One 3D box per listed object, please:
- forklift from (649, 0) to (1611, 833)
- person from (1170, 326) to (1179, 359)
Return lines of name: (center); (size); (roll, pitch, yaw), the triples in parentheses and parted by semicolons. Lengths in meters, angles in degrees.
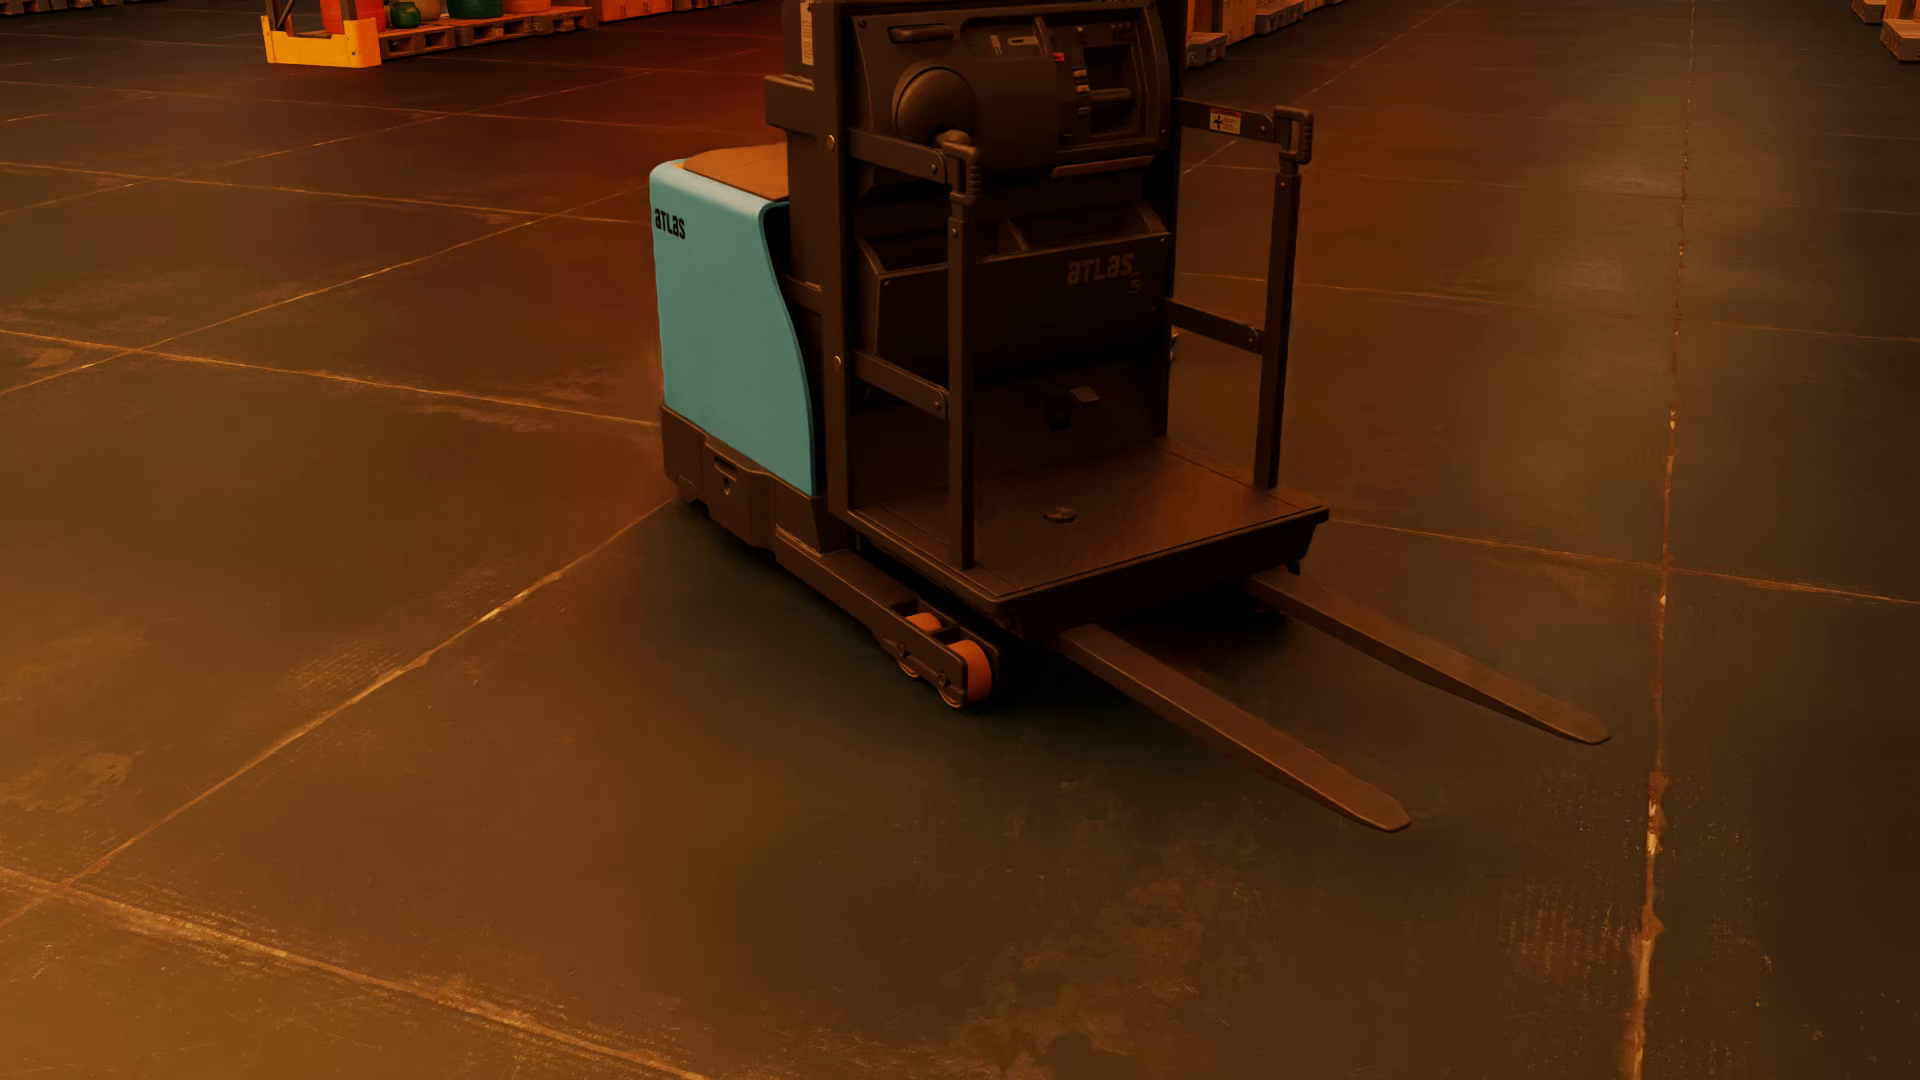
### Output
forklift: (0.269, -1.147, 4.036); (1.130, 2.935, 3.031); (-14, 27, -31)
person: (0.747, -1.595, 6.765); (0.390, 1.656, 0.522); (7, 24, 16)
